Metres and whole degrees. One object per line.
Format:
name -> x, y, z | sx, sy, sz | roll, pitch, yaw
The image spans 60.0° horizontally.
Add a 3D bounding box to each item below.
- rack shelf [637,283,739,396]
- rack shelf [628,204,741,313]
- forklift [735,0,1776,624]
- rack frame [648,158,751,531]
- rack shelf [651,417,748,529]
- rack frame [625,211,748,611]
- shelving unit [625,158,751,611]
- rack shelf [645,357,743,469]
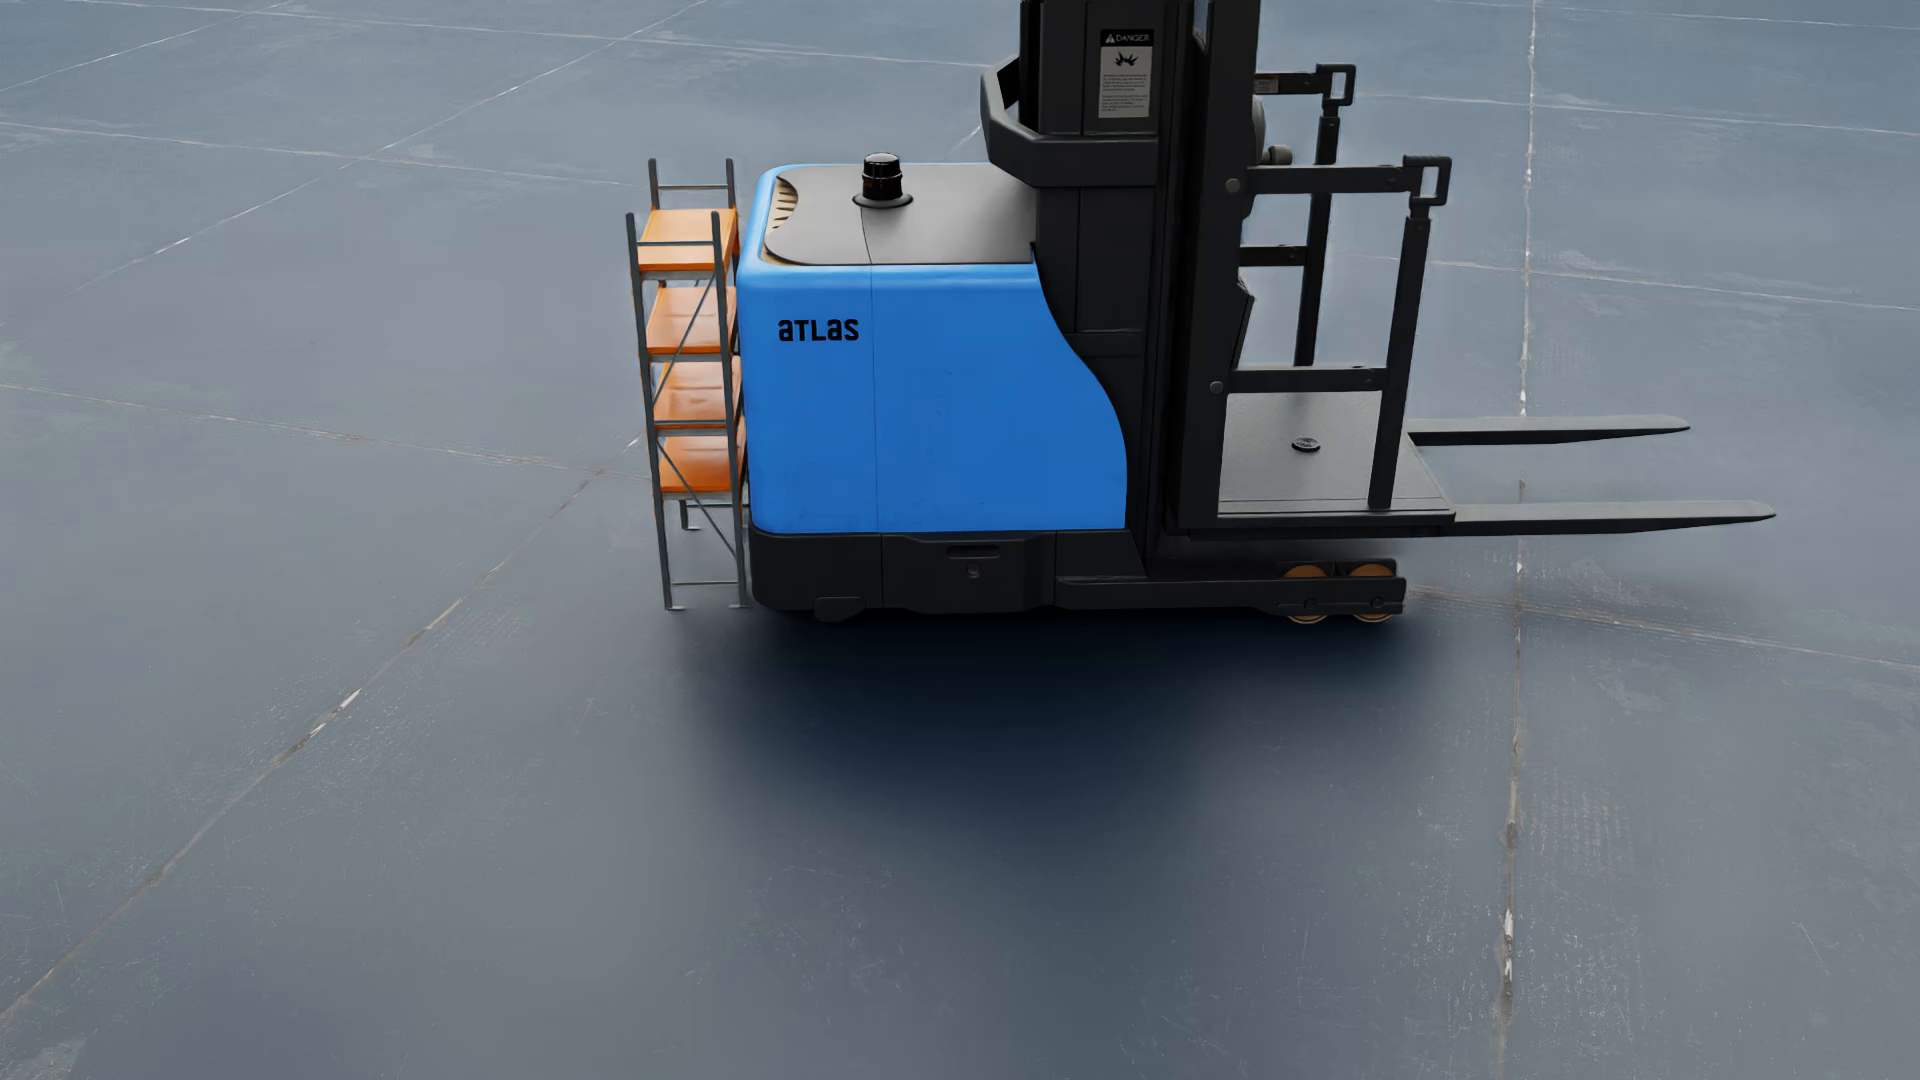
rack shelf -> -0.756, -0.579, 4.734 | 0.258, 0.148, 0.480 | -1, 29, -2
rack shelf -> -0.756, -0.785, 4.619 | 0.258, 0.148, 0.480 | -1, 29, -2
forklift -> 0.897, -1.296, 4.565 | 3.031, 2.935, 1.130 | -1, 29, -2
rack frame -> -0.767, -0.560, 5.023 | 0.240, 1.200, 0.015 | -1, 29, -2
rack shelf -> -0.756, -0.210, 4.939 | 0.258, 0.148, 0.480 | -1, 29, -2
rack frame -> -0.745, -0.323, 4.597 | 0.240, 1.200, 0.015 | -1, 29, -2
shelving unit -> -0.756, -0.442, 4.810 | 0.258, 1.200, 0.503 | -1, 29, -2
rack shelf -> -0.756, -0.383, 4.843 | 0.258, 0.148, 0.480 | -1, 29, -2
